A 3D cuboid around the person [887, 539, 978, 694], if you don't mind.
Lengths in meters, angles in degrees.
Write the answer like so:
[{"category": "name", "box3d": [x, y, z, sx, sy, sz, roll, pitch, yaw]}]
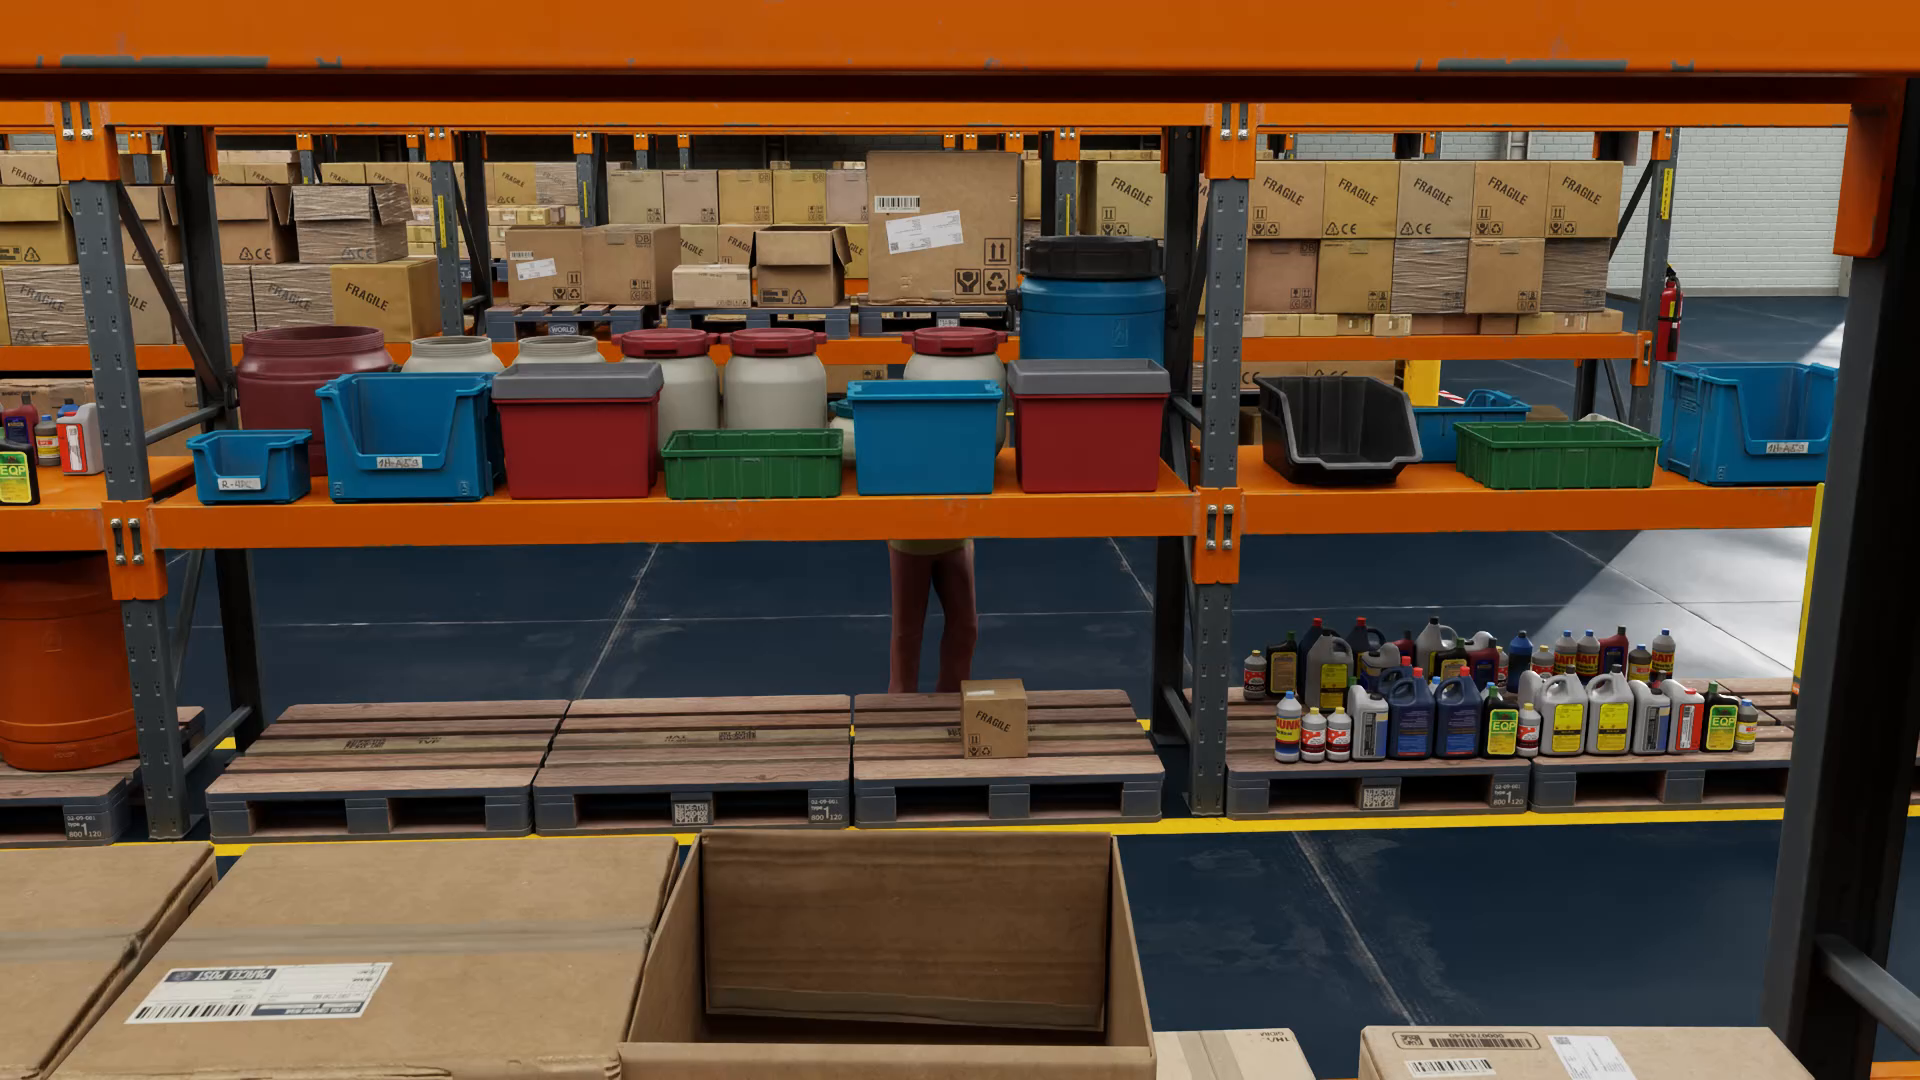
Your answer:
[{"category": "person", "box3d": [-0.120, 0.045, 7.324, 0.440, 1.679, 0.356, -4, 14, -17]}]
